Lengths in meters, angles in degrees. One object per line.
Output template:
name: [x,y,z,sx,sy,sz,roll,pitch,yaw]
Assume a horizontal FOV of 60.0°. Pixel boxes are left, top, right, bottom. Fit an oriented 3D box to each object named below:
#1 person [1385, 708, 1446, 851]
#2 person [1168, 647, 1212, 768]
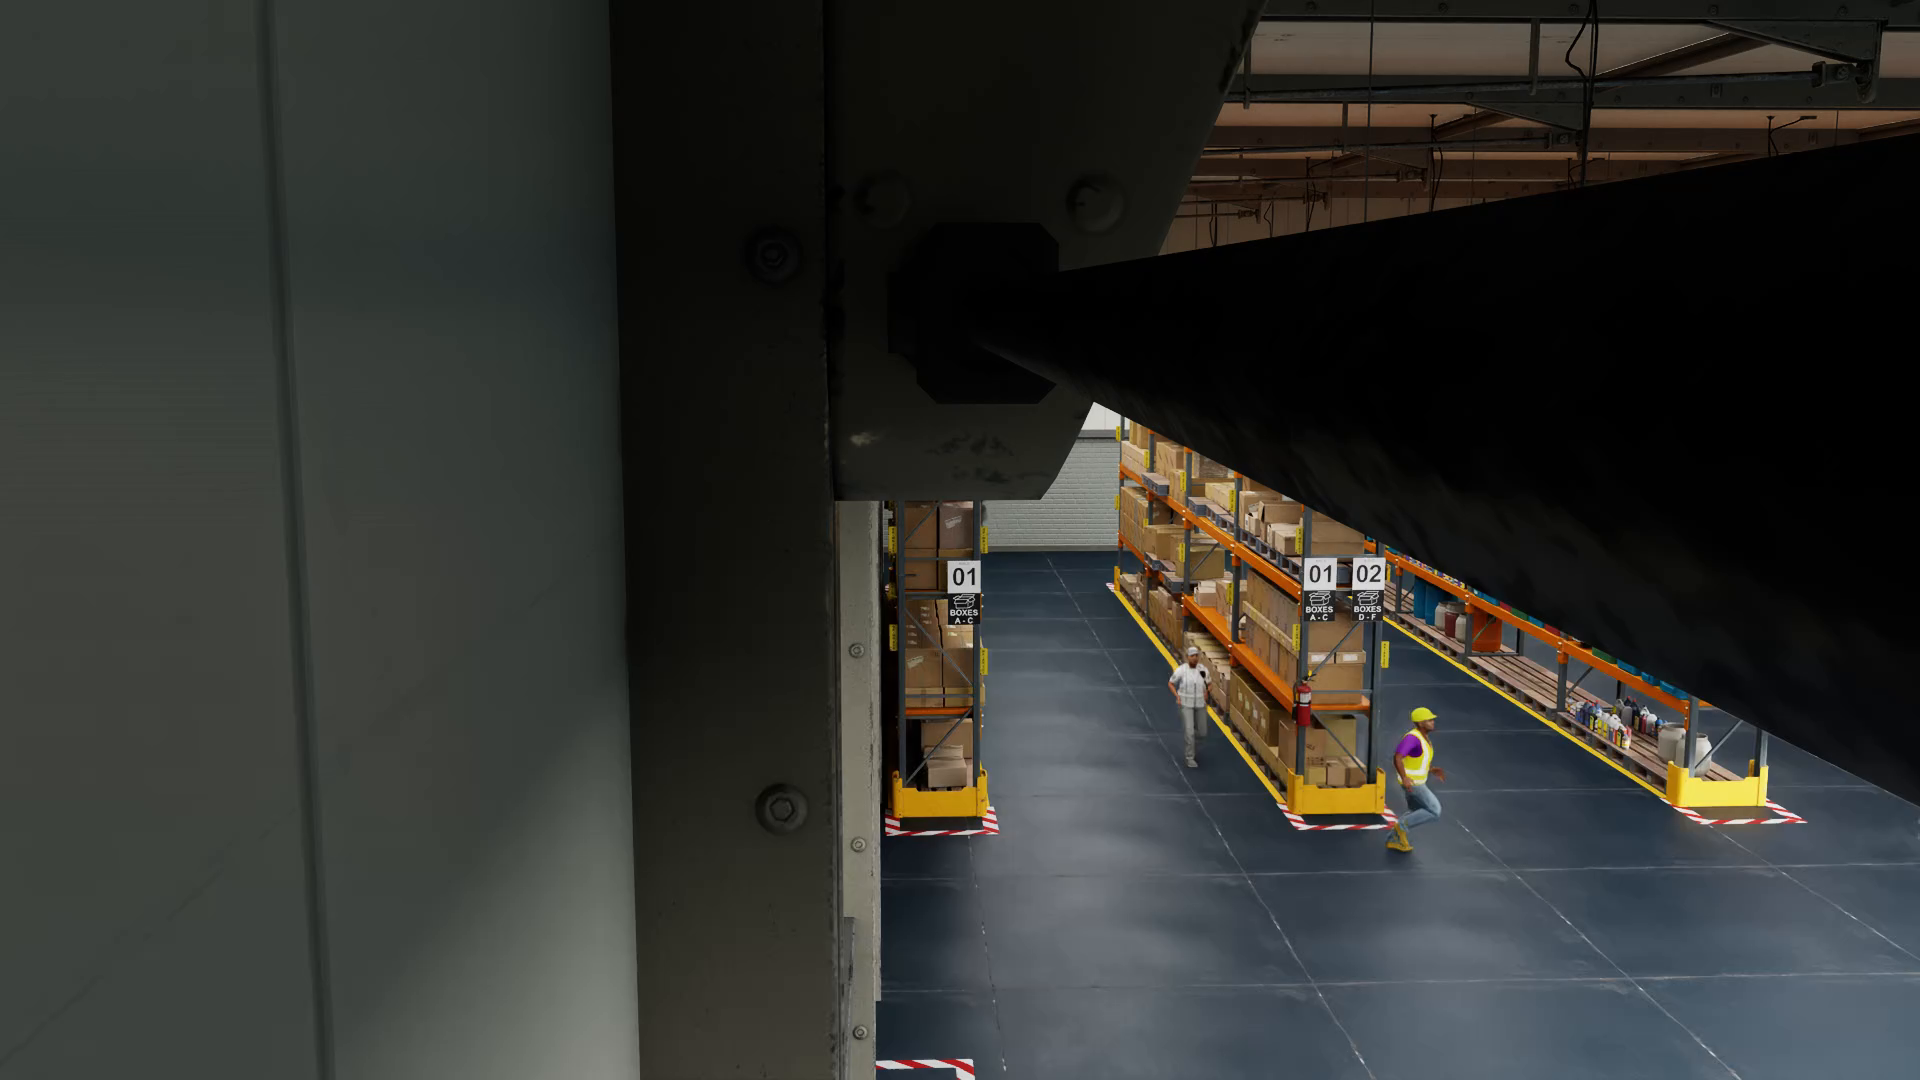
person: [5.238,2.751,19.095,0.648,1.686,0.638,3,9,21]
person: [3.167,2.262,22.792,0.613,1.620,0.646,-1,8,-7]
